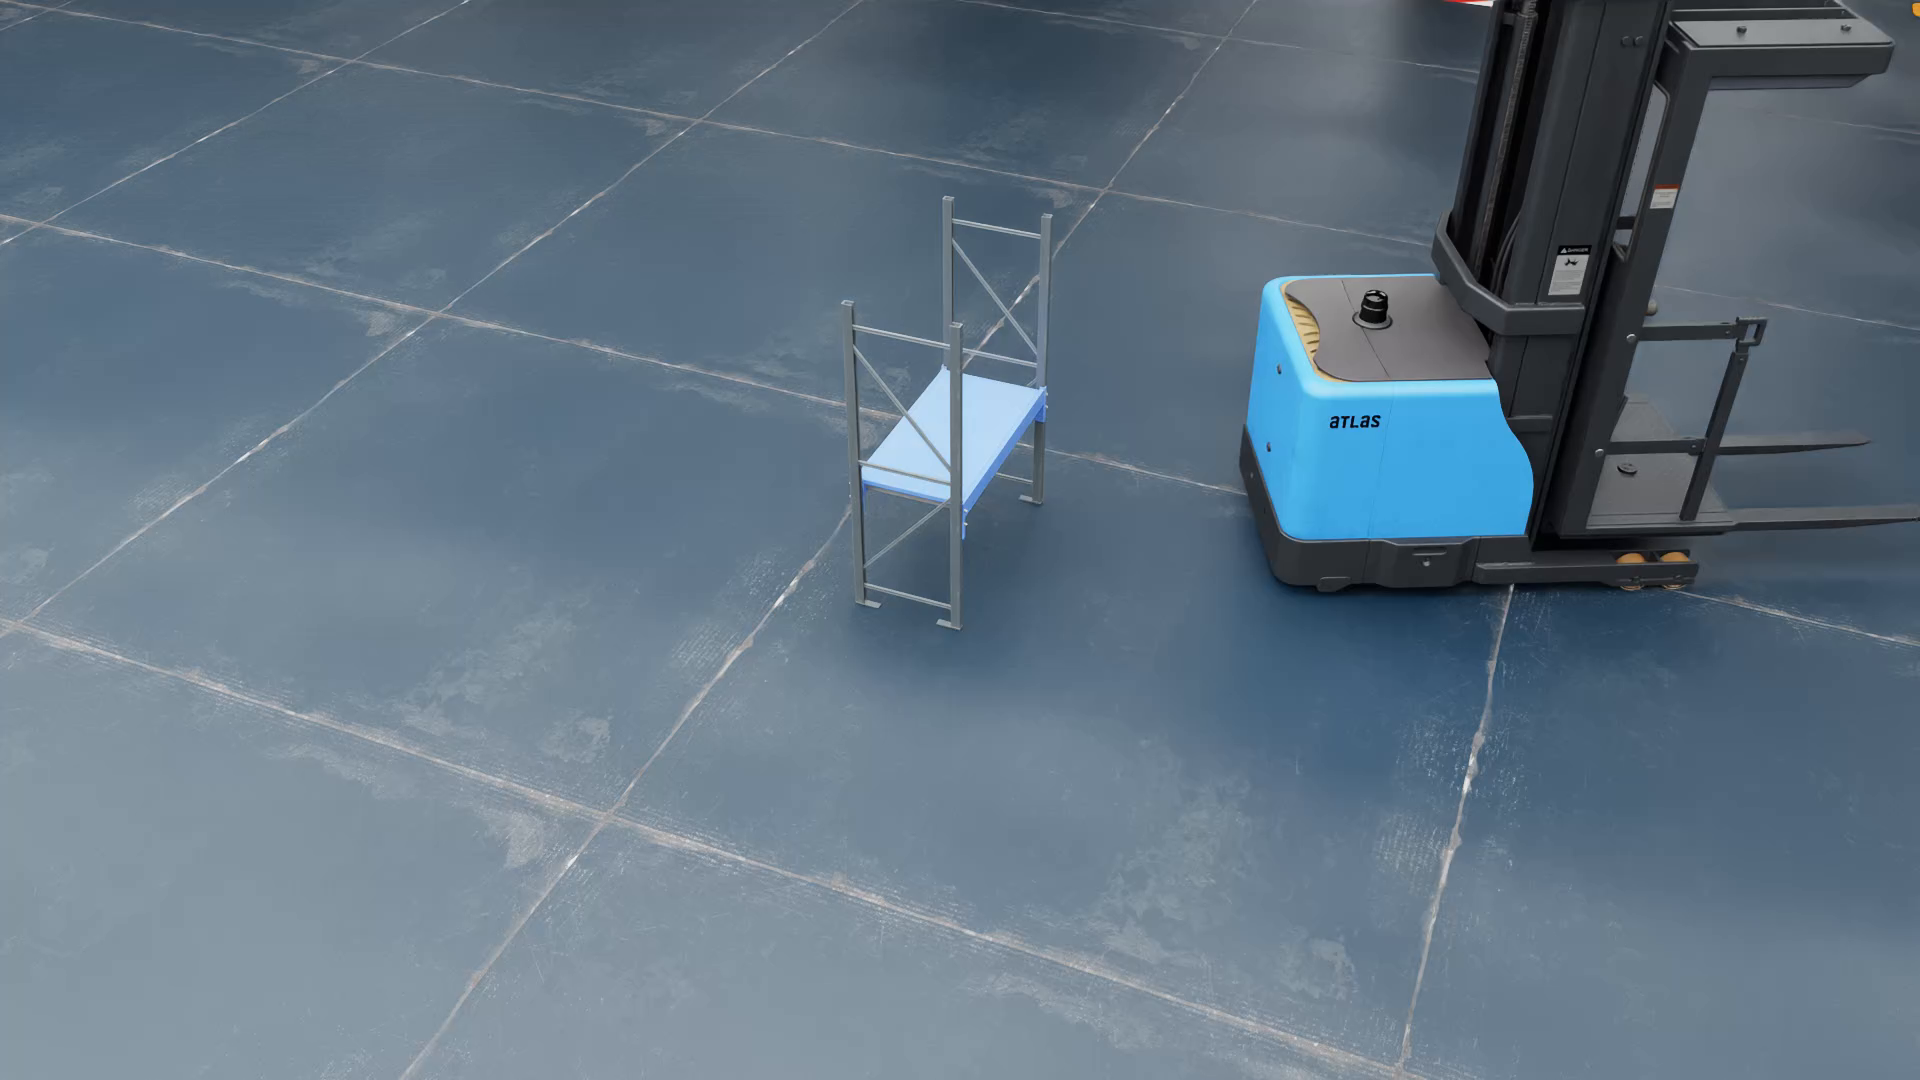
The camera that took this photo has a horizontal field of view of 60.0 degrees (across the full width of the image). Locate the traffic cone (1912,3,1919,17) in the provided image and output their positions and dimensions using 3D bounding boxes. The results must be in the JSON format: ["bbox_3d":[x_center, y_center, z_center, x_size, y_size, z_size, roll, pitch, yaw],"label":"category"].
[{"bbox_3d":[7.893,-4.454,13.322,0.336,0.463,0.334,14,39,18],"label":"traffic cone"}]

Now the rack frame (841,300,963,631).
[{"bbox_3d":[-0.226,-0.272,6.861,0.500,1.500,0.032,14,39,18],"label":"rack frame"}]

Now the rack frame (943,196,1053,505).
[{"bbox_3d":[0.161,-0.835,7.614,0.500,1.500,0.032,14,39,18],"label":"rack frame"}]

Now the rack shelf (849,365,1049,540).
[{"bbox_3d":[-0.032,-0.409,7.345,0.538,0.185,1.000,14,39,18],"label":"rack shelf"}]

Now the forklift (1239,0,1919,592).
[{"bbox_3d":[2.893,-1.266,6.995,3.031,2.935,1.130,-2,37,-2],"label":"forklift"}]

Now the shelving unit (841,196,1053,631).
[{"bbox_3d":[-0.032,-0.553,7.238,0.538,1.500,1.048,14,39,18],"label":"shelving unit"}]
